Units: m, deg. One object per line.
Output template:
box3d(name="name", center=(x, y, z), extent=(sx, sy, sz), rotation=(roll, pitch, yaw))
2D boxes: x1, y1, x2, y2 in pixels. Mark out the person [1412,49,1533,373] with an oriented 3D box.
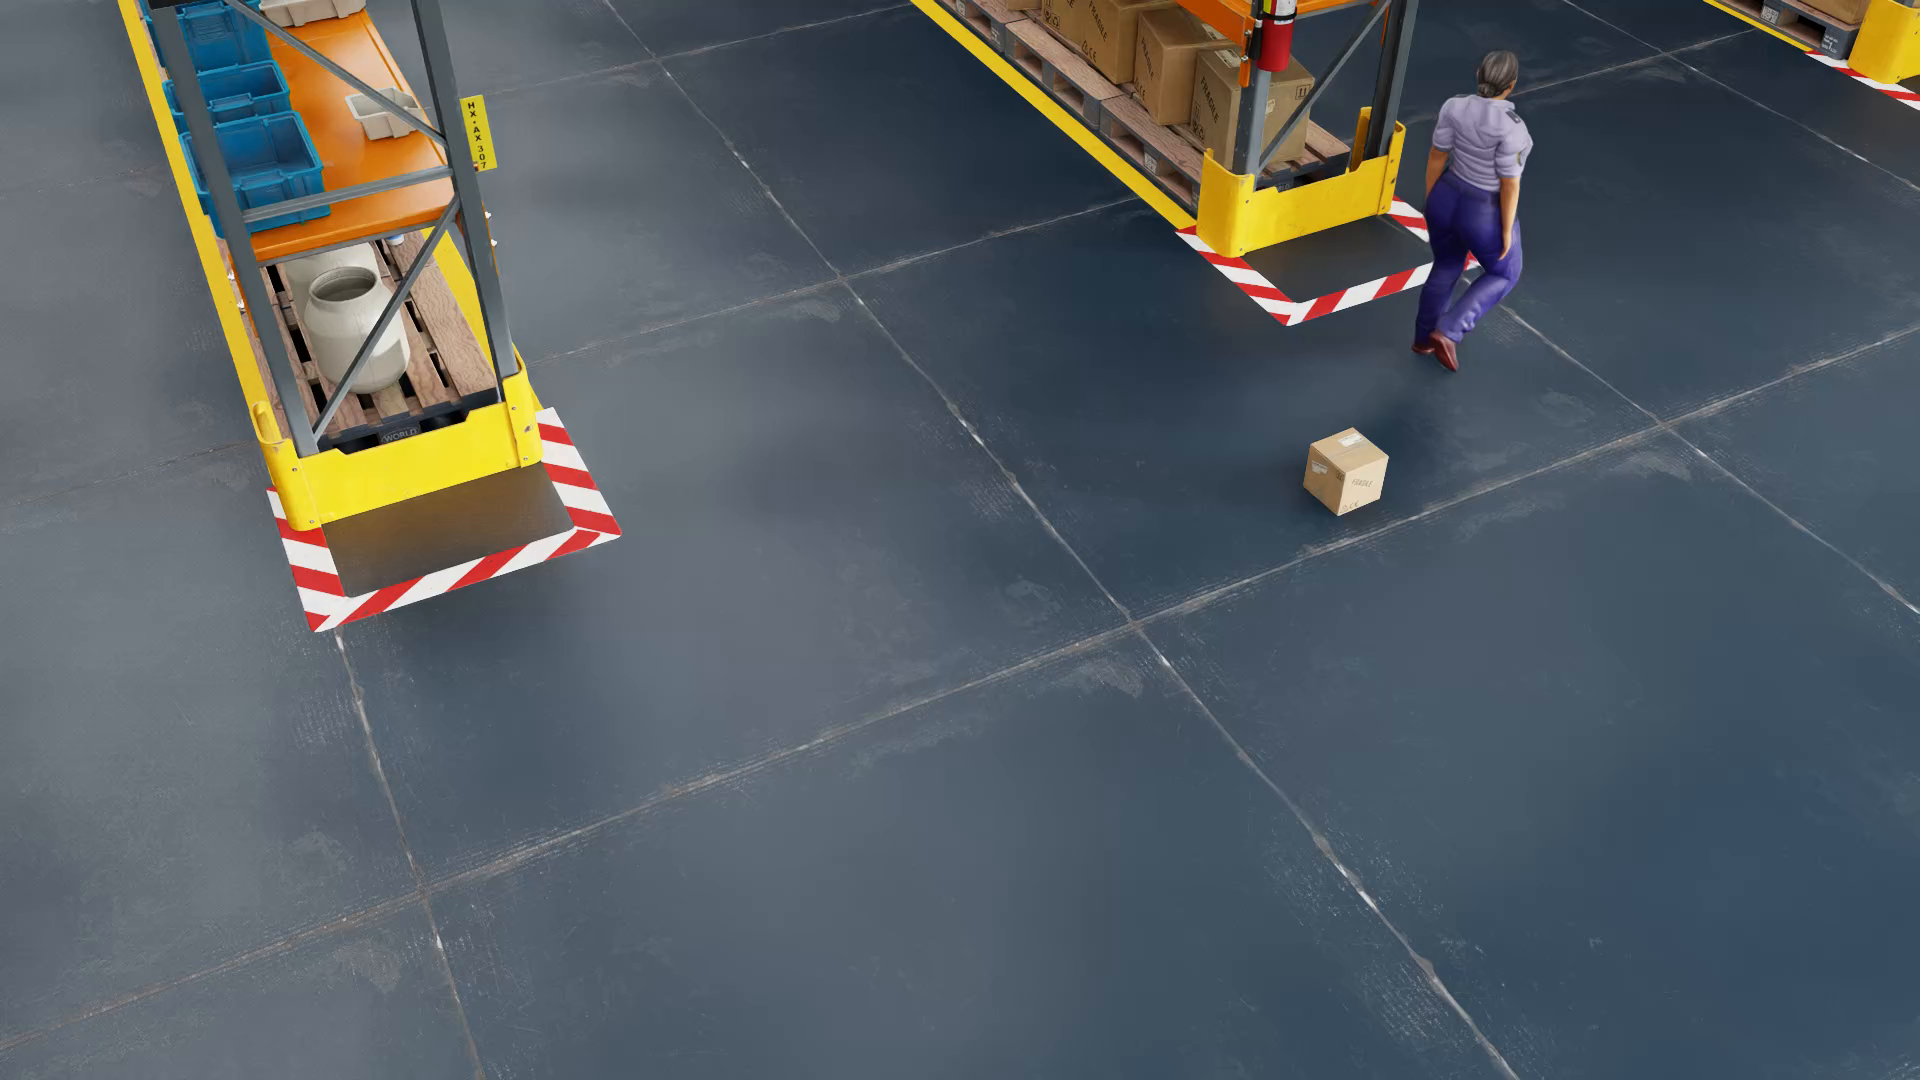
box3d(name="person", center=(2.420, -1.551, 7.888), extent=(0.479, 1.644, 0.503), rotation=(-29, 49, -29))
